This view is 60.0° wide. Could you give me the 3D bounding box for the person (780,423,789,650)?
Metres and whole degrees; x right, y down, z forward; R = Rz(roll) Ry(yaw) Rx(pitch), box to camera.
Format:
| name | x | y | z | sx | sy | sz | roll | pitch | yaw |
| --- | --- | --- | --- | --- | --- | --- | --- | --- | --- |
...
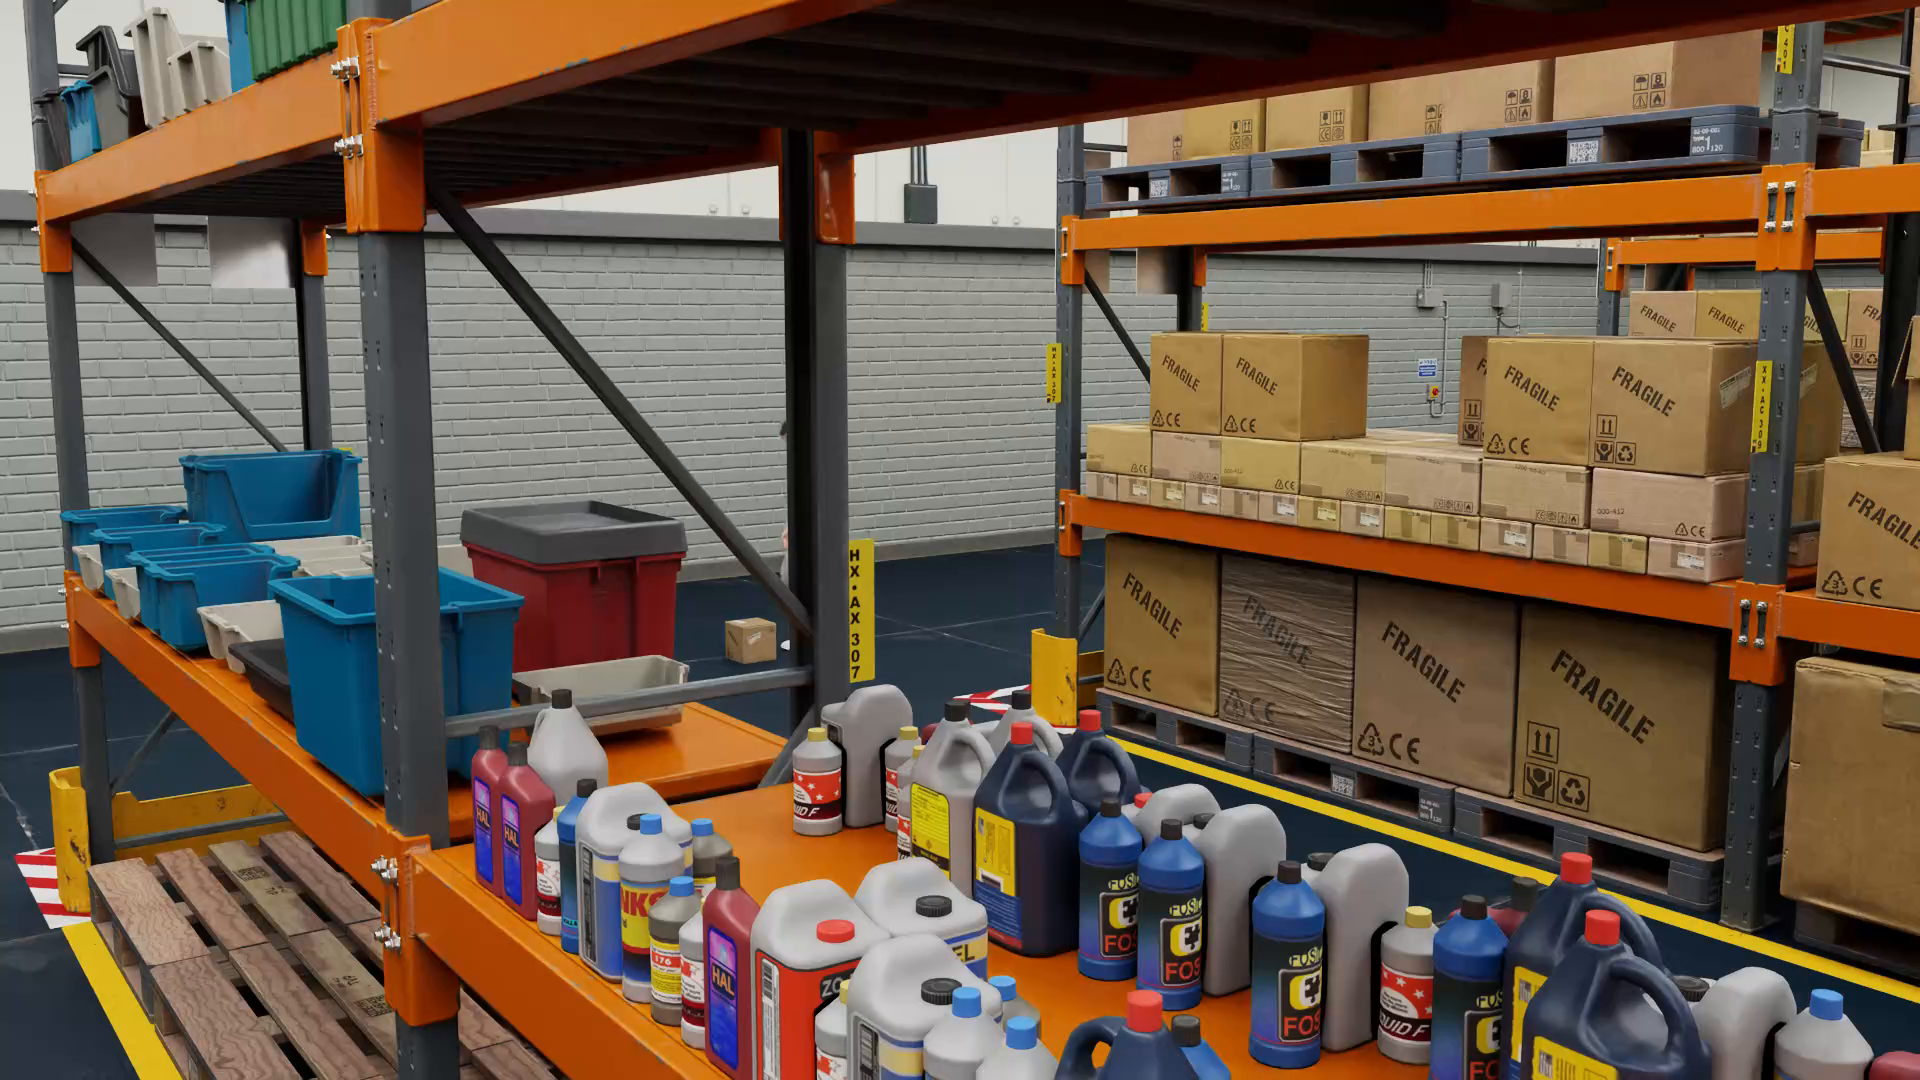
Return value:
| name | x | y | z | sx | sy | sz | roll | pitch | yaw |
| --- | --- | --- | --- | --- | --- | --- | --- | --- | --- |
| person | -1.024 | -0.032 | 11.296 | 0.406 | 1.616 | 0.464 | -5 | 10 | -34 |
